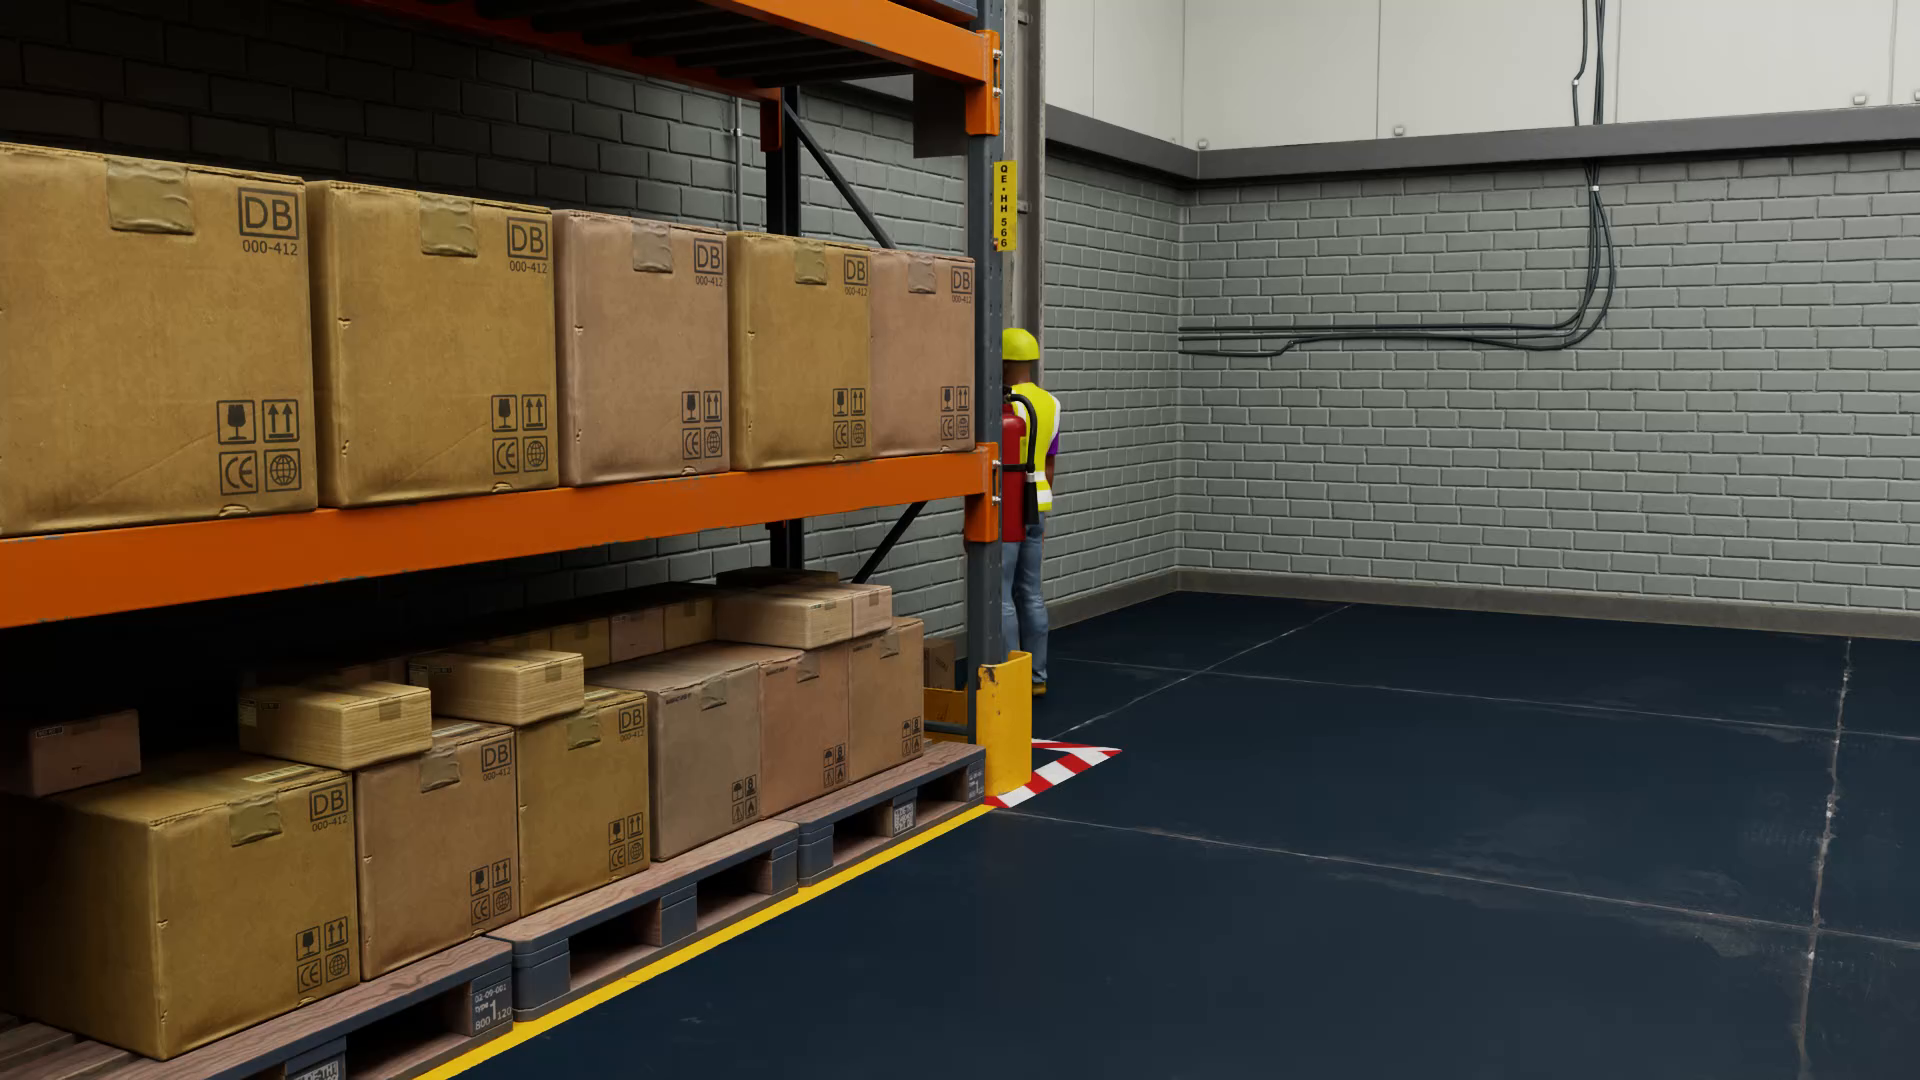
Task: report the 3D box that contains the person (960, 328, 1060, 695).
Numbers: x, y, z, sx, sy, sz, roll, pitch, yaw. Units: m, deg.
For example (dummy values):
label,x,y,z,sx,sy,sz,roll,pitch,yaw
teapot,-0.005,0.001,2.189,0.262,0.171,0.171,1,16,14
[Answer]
label,x,y,z,sx,sy,sz,roll,pitch,yaw
person,0.226,-0.124,7.969,0.384,1.770,0.595,4,7,33
